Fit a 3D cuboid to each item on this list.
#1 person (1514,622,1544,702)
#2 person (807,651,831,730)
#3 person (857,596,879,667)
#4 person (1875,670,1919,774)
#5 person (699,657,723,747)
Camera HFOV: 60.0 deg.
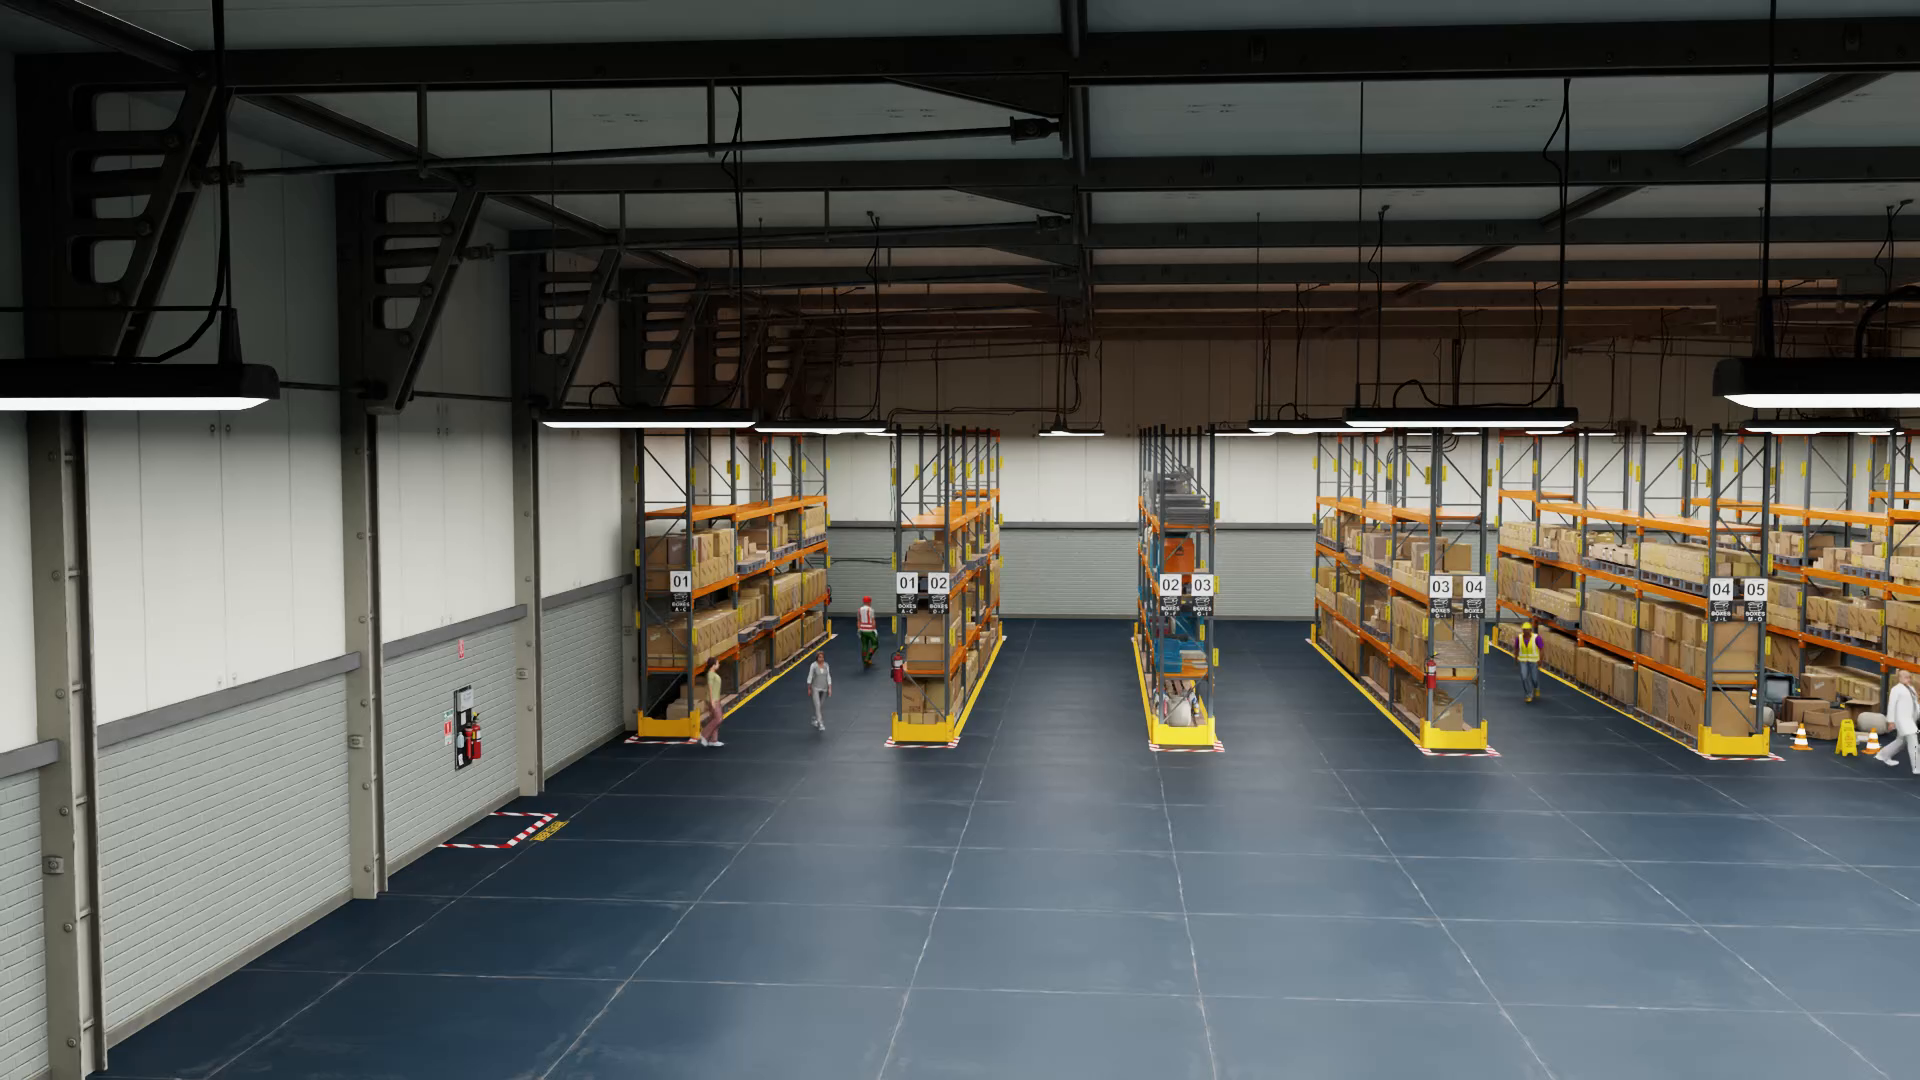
[{"bbox_3d":[12.463,2.646,36.388,0.630,1.732,0.717,2,4,28],"label":"person"},{"bbox_3d":[-2.747,2.942,32.615,0.425,1.540,0.978,-2,4,-32],"label":"person"},{"bbox_3d":[-2.342,2.297,41.692,0.588,1.792,0.493,2,4,35],"label":"person"},{"bbox_3d":[16.263,3.106,28.573,0.607,1.742,1.072,-2,4,-34],"label":"person"},{"bbox_3d":[-4.605,2.996,30.819,0.465,1.669,0.458,0,3,3],"label":"person"}]
